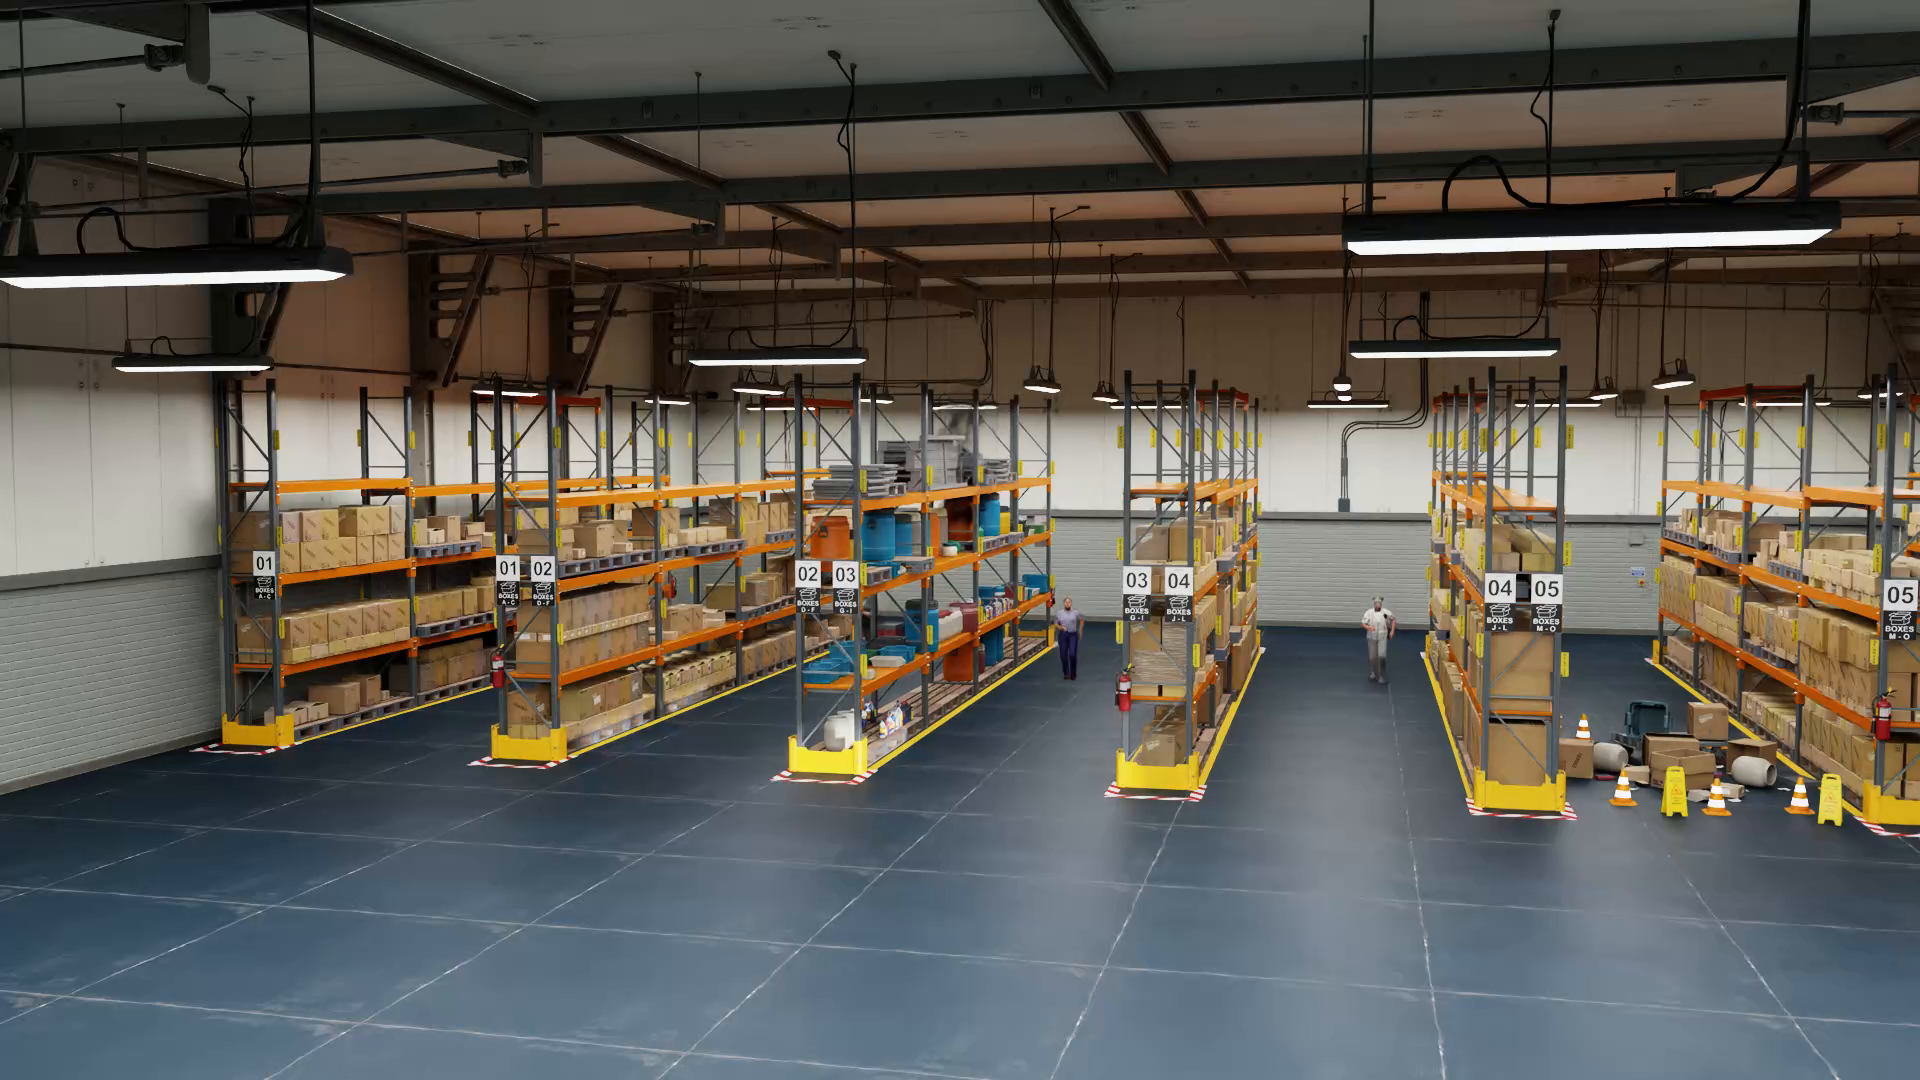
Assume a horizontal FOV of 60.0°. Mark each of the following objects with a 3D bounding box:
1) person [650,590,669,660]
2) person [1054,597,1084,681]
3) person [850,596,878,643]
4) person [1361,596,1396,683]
[{"bbox_3d":[-6.845,1.916,37.869,0.519,1.626,0.790,0,3,1],"label":"person"},{"bbox_3d":[2.134,1.951,32.680,0.590,1.653,0.592,0,3,6],"label":"person"},{"bbox_3d":[-1.954,1.817,33.728,0.635,1.786,0.781,1,3,10],"label":"person"},{"bbox_3d":[8.653,2.074,34.421,0.673,1.848,0.751,1,4,17],"label":"person"}]
